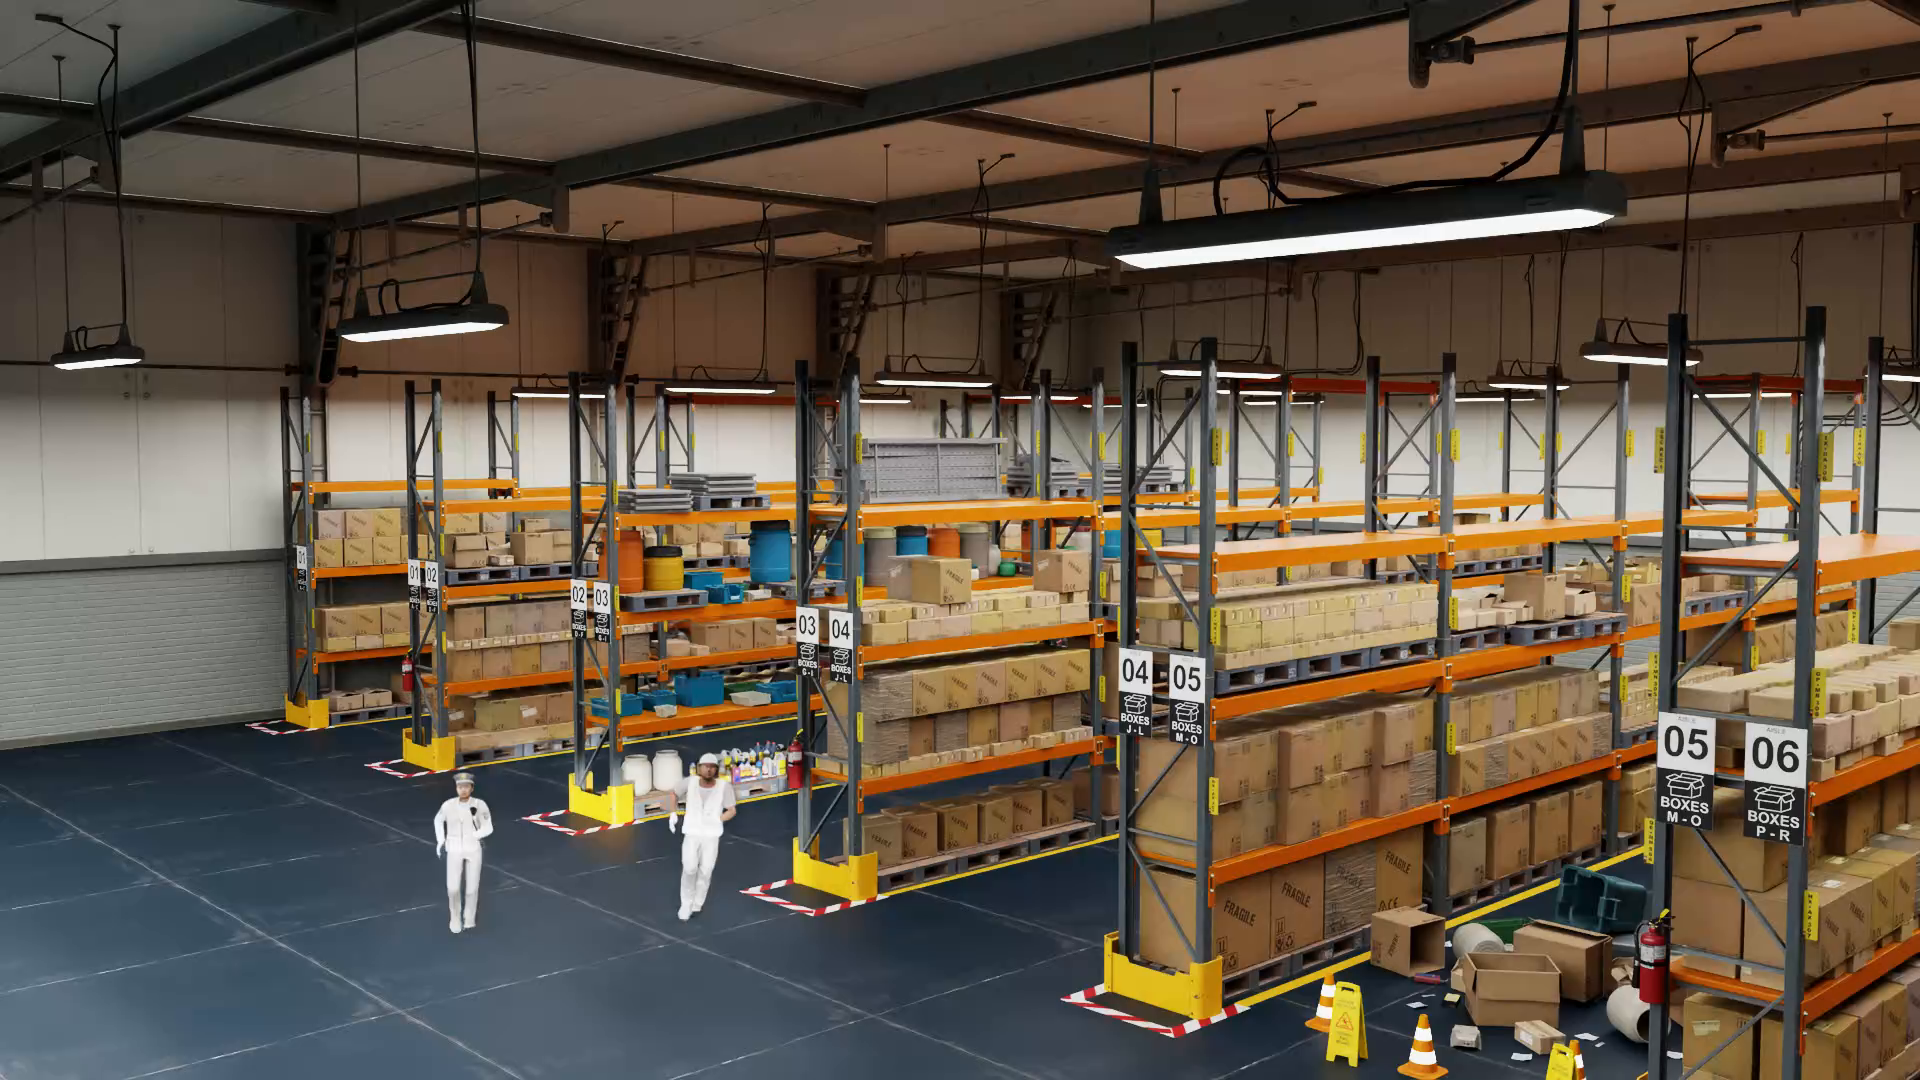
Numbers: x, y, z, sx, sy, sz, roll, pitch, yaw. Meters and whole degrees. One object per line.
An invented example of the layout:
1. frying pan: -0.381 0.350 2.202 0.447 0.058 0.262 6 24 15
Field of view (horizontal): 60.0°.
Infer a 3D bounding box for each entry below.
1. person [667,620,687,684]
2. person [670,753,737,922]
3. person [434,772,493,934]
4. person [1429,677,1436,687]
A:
1. person: -5.435 2.311 31.564 0.659 1.673 0.614 3 5 38
2. person: -2.738 3.159 17.745 0.697 1.764 0.625 -1 4 -13
3. person: -5.114 3.221 17.128 0.593 1.670 0.644 -1 4 -14
4. person: 6.881 2.752 24.135 0.659 1.742 0.709 4 5 44
